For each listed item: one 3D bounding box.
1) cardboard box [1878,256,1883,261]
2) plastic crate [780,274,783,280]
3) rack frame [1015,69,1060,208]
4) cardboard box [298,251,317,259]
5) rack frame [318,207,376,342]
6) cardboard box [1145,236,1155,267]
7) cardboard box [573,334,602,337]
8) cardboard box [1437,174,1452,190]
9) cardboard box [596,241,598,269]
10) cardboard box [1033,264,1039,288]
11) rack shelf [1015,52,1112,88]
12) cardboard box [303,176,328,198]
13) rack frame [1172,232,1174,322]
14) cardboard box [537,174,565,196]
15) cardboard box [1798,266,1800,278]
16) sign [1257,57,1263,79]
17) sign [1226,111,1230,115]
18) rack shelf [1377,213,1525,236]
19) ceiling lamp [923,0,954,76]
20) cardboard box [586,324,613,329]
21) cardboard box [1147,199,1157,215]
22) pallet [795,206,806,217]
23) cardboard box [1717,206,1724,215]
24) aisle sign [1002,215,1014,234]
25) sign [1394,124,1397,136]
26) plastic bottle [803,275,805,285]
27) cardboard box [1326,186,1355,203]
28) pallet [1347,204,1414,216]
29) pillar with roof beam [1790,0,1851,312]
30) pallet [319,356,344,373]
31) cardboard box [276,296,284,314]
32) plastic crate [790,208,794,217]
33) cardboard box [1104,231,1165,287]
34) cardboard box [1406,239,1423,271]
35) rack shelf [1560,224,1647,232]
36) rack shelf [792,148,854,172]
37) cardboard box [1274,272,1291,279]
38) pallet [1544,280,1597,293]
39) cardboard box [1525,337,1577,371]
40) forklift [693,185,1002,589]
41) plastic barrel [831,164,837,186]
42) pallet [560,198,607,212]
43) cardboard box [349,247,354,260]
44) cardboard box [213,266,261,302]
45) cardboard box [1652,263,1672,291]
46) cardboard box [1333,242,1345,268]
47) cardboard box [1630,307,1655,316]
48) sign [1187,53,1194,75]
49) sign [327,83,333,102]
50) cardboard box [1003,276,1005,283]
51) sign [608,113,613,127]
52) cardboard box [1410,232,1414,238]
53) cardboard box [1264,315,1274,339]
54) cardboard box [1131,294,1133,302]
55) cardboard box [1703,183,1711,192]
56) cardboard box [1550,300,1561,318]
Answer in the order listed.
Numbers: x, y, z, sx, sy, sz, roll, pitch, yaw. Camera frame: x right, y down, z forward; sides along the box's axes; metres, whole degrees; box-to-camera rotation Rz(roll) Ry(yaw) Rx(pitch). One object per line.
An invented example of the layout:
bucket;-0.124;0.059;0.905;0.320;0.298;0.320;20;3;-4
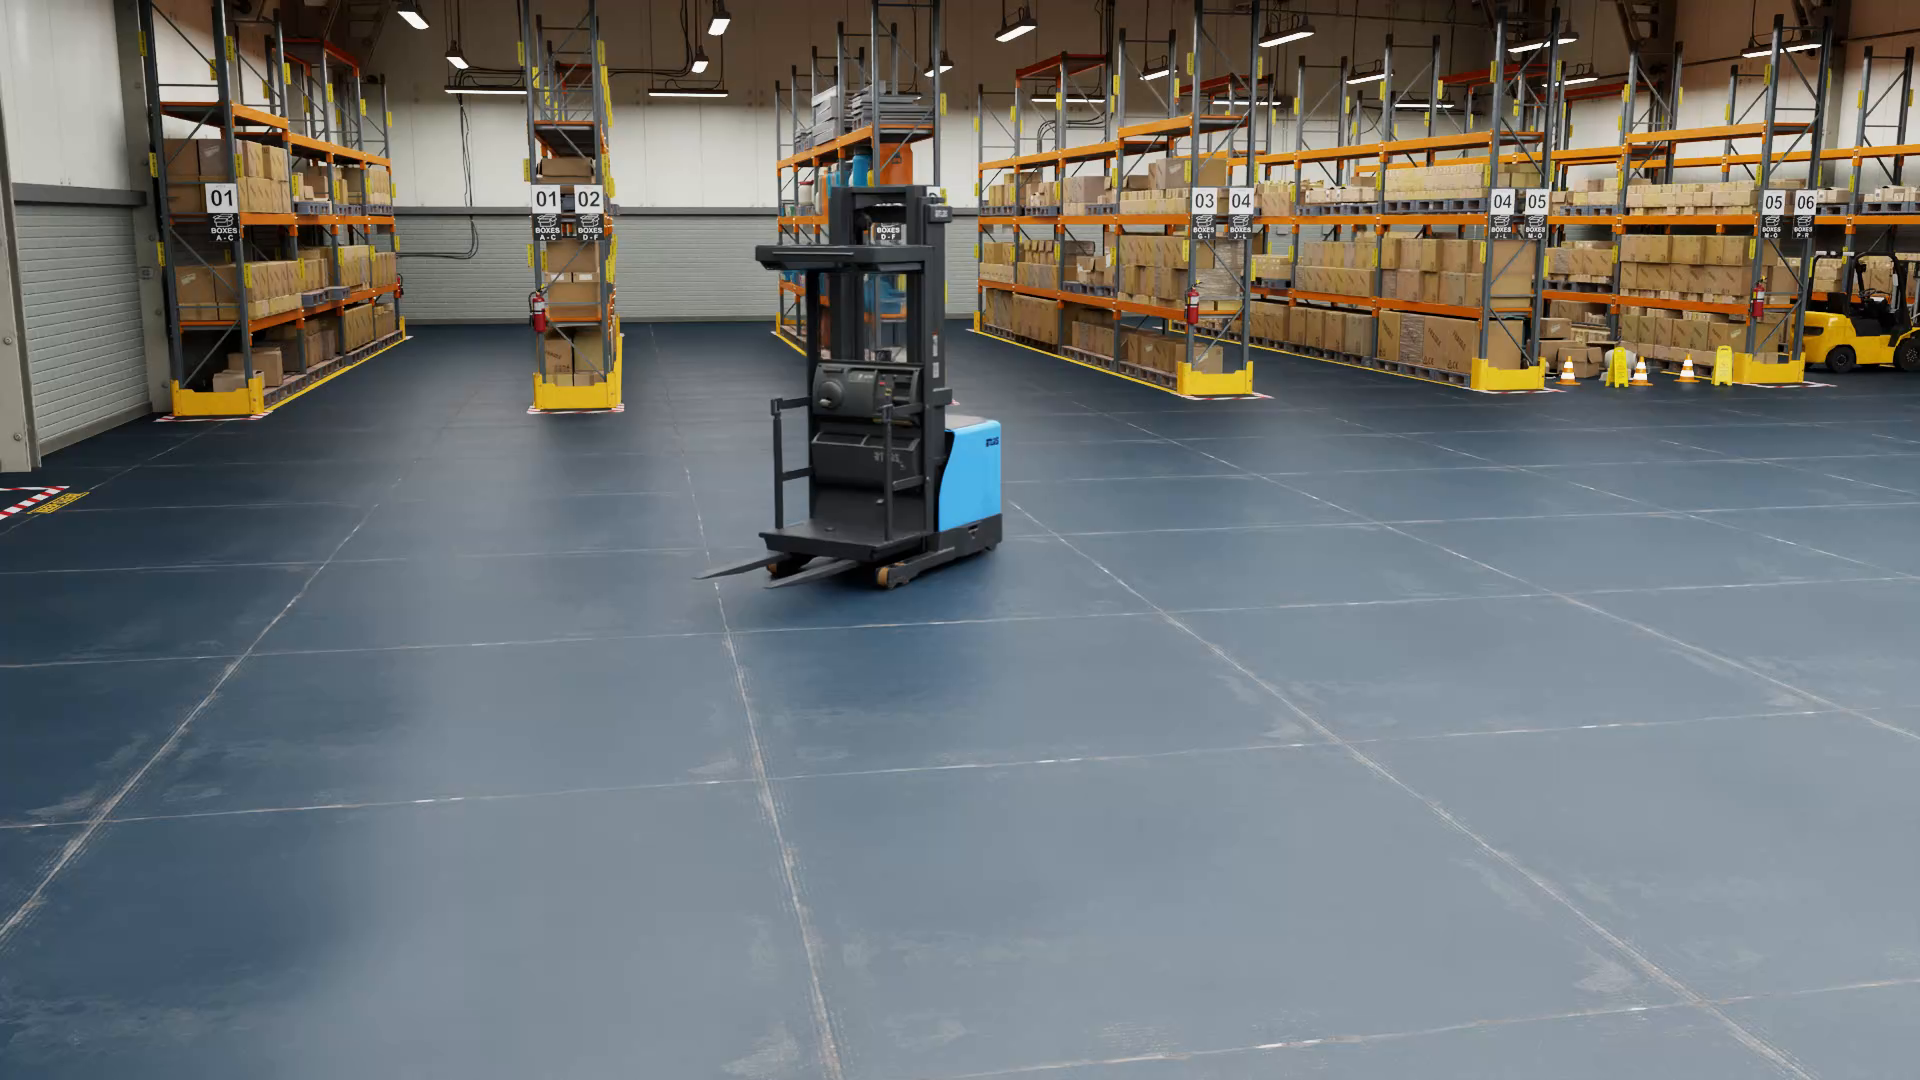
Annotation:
cardboard box;17.844;-5.423;31.868;0.380;0.149;0.250;-2;11;-12
plastic crate;-4.199;-6.329;39.974;0.250;0.136;0.298;-2;11;-11
rack frame;1.731;-8.942;37.111;1.000;3.000;0.127;-2;11;-11
cardboard box;-11.894;-5.184;30.233;0.380;0.149;0.250;-4;12;-21
rack frame;-12.846;-5.455;34.833;1.000;3.000;0.127;-2;11;-11
cardboard box;3.428;-4.848;27.907;0.500;0.500;0.500;-2;11;-11
cardboard box;-5.748;-2.948;25.887;0.500;0.500;0.500;-2;11;-11
cardboard box;8.387;-6.021;28.001;0.500;0.250;0.500;-2;11;-11
cardboard box;-5.948;-4.406;25.584;0.700;0.500;0.500;-2;11;-11
cardboard box;1.876;-5.672;35.708;0.500;0.500;0.500;-2;11;-10
rack shelf;2.120;-9.855;34.940;1.077;0.370;4.000;-2;11;-11
cardboard box;-12.217;-6.545;31.095;0.700;0.500;0.500;-3;11;-15
rack frame;5.838;-6.891;42.377;1.000;3.000;0.127;-2;11;-11
cardboard box;-6.244;-5.443;25.490;0.500;0.311;0.500;-1;11;-4
cardboard box;17.328;-5.510;34.188;0.500;0.250;0.500;-2;11;-10
sign;4.597;-7.259;25.557;0.100;0.325;0.005;-2;11;-11
sign;6.080;-9.585;37.781;0.100;0.325;0.005;-2;11;-11
rack shelf;8.560;-5.443;28.673;1.077;0.370;4.000;-2;11;-11
ceiling lamp;-0.220;-11.578;35.350;0.800;3.185;2.000;-2;11;-11
cardboard box;-6.866;-3.946;31.636;0.500;0.311;0.500;-2;11;-10
cardboard box;3.427;-5.551;27.718;0.500;0.250;0.500;-2;11;-12
pallet;-2.879;-7.056;35.726;1.213;0.211;1.003;-2;11;-11
cardboard box;13.359;-5.703;28.789;0.380;0.149;0.250;-2;11;-11
aisle sign;1.233;-8.030;41.410;0.394;0.787;0.004;-2;11;-11
sign;11.208;-10.551;42.854;0.100;0.325;0.005;-2;11;-11
plastic bottle;-3.302;-5.512;35.446;0.061;0.283;0.133;-2;11;-11
cardboard box;7.516;-6.782;32.630;0.500;0.311;0.500;-2;11;-12
pallet;7.945;-6.236;31.425;0.805;0.209;1.217;-3;11;-13
pillar with roof beam;14.012;-8.387;34.196;9.100;9.000;0.548;-2;11;-11
pallet;-11.917;-3.208;30.486;1.003;0.211;1.213;-2;11;-11
cardboard box;-10.600;-3.572;25.290;0.500;0.250;0.500;-2;11;-10
plastic crate;-3.507;-7.251;36.816;0.450;0.188;0.662;-2;11;-11
cardboard box;3.269;-5.180;30.660;1.000;1.000;1.000;-2;11;-11
cardboard box;8.401;-5.024;29.282;0.875;0.550;0.550;-2;11;-11
rack shelf;15.931;-8.024;42.232;1.077;0.370;4.000;-2;11;-11
rack shelf;-2.739;-7.845;34.342;1.077;0.370;4.000;-2;11;-11
cardboard box;6.847;-5.580;35.040;0.380;0.149;0.250;-2;11;-10
pallet;12.655;-5.166;33.829;1.003;0.211;1.213;-2;11;-11
cardboard box;10.770;-3.396;30.331;0.797;0.637;0.503;-2;11;-11
forklift;-0.825;-1.173;12.522;1.130;2.935;3.031;6;12;29
plastic barrel;-2.011;-6.273;29.768;0.600;0.901;0.600;0;11;0
pallet;-6.240;-5.443;26.985;1.003;0.211;1.213;-2;11;-11
cardboard box;-12.109;-5.577;32.355;0.500;0.250;0.500;-2;11;-11
cardboard box;-10.310;-3.657;23.729;0.500;0.500;0.500;-2;11;-11
cardboard box;13.025;-4.809;30.377;0.500;0.500;0.500;-2;11;-11
cardboard box;7.772;-5.600;32.657;0.700;0.500;0.500;-2;11;-12
cardboard box;12.823;-4.288;31.192;0.380;0.149;0.250;-2;11;-10
sign;3.516;-7.262;25.359;0.100;0.325;0.005;-2;11;-11
sign;-11.537;-8.187;30.436;0.100;0.325;0.005;-2;11;-11
cardboard box;1.200;-6.057;38.670;0.380;0.149;0.250;-2;11;-10
sign;-8.217;-9.869;39.061;0.100;0.325;0.005;-2;11;-11
cardboard box;11.096;-7.358;40.155;0.380;0.149;0.250;-2;11;-11
cardboard box;6.912;-4.608;35.948;0.500;0.500;0.500;-2;11;-9
cardboard box;3.203;-4.217;29.004;0.380;0.149;0.250;-2;11;-11
cardboard box;13.285;-6.185;29.187;0.380;0.149;0.250;-2;11;-13
cardboard box;15.696;-5.975;43.128;0.700;0.500;0.500;-2;11;-9
